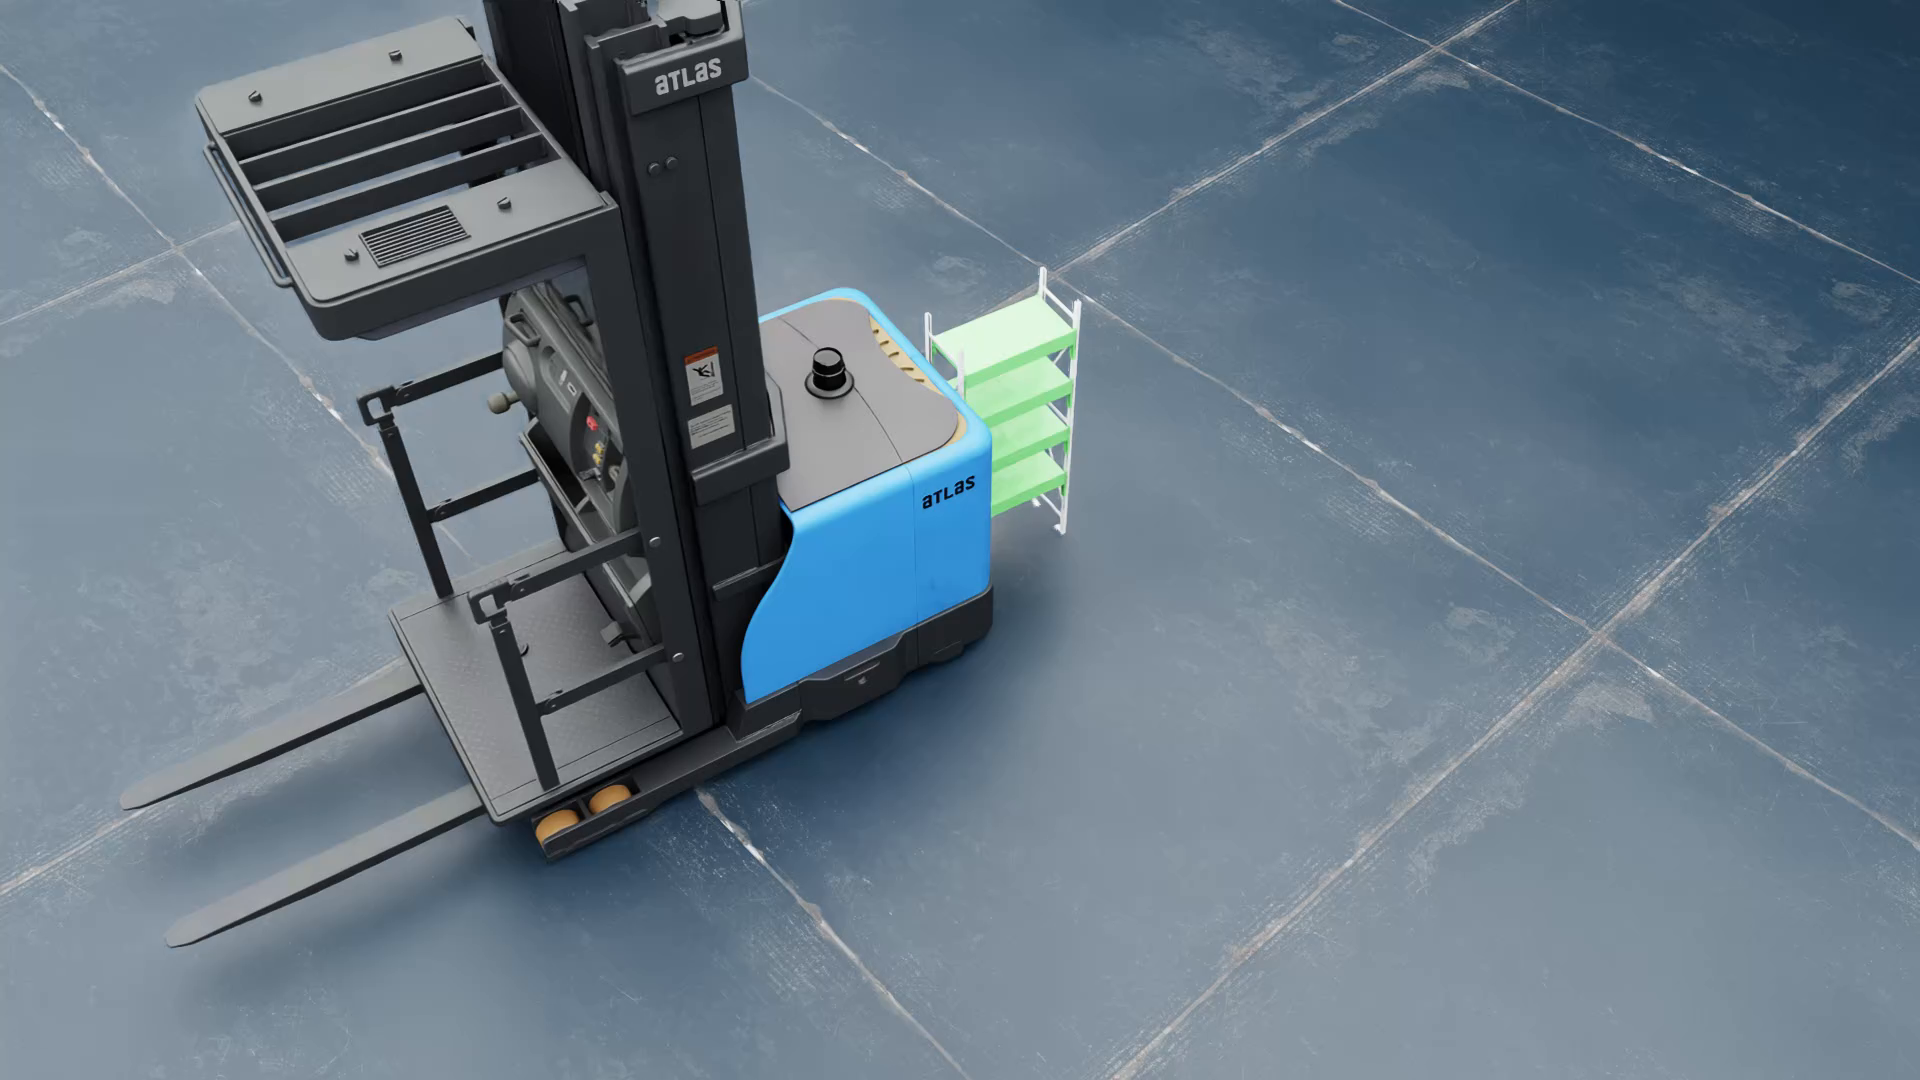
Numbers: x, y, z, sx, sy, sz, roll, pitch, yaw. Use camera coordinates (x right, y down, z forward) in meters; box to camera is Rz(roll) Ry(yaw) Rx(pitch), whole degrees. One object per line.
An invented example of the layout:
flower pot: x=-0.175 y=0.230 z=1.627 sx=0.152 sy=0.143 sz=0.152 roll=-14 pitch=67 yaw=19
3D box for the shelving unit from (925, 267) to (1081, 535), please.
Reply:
shelving unit: x=0.153 y=-0.412 z=6.313 sx=0.503 sy=1.200 sz=0.258 roll=-25 pitch=52 yaw=-21

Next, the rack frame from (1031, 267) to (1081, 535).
rack frame: x=0.360 y=-0.507 z=6.401 sx=0.015 sy=1.200 sz=0.240 roll=-25 pitch=52 yaw=-21

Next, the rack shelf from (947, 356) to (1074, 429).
rack shelf: x=0.153 y=-0.531 z=6.184 sx=0.480 sy=0.148 sz=0.258 roll=-25 pitch=52 yaw=-21

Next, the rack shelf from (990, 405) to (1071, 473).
rack shelf: x=0.153 y=-0.368 z=6.360 sx=0.480 sy=0.148 sz=0.258 roll=-25 pitch=52 yaw=-21

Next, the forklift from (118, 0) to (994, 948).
forklift: x=-1.396 y=-0.351 z=5.080 sx=3.031 sy=2.935 sz=1.130 roll=-25 pitch=52 yaw=-21

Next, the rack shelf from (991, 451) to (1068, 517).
rack shelf: x=0.153 y=-0.206 z=6.537 sx=0.480 sy=0.148 sz=0.258 roll=-25 pitch=52 yaw=-21

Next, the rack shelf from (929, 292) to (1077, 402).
rack shelf: x=0.153 y=-0.694 z=6.008 sx=0.480 sy=0.148 sz=0.258 roll=-25 pitch=52 yaw=-21

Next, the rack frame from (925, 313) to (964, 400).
rack frame: x=-0.054 y=-0.317 z=6.226 sx=0.015 sy=1.200 sz=0.240 roll=-25 pitch=52 yaw=-21
